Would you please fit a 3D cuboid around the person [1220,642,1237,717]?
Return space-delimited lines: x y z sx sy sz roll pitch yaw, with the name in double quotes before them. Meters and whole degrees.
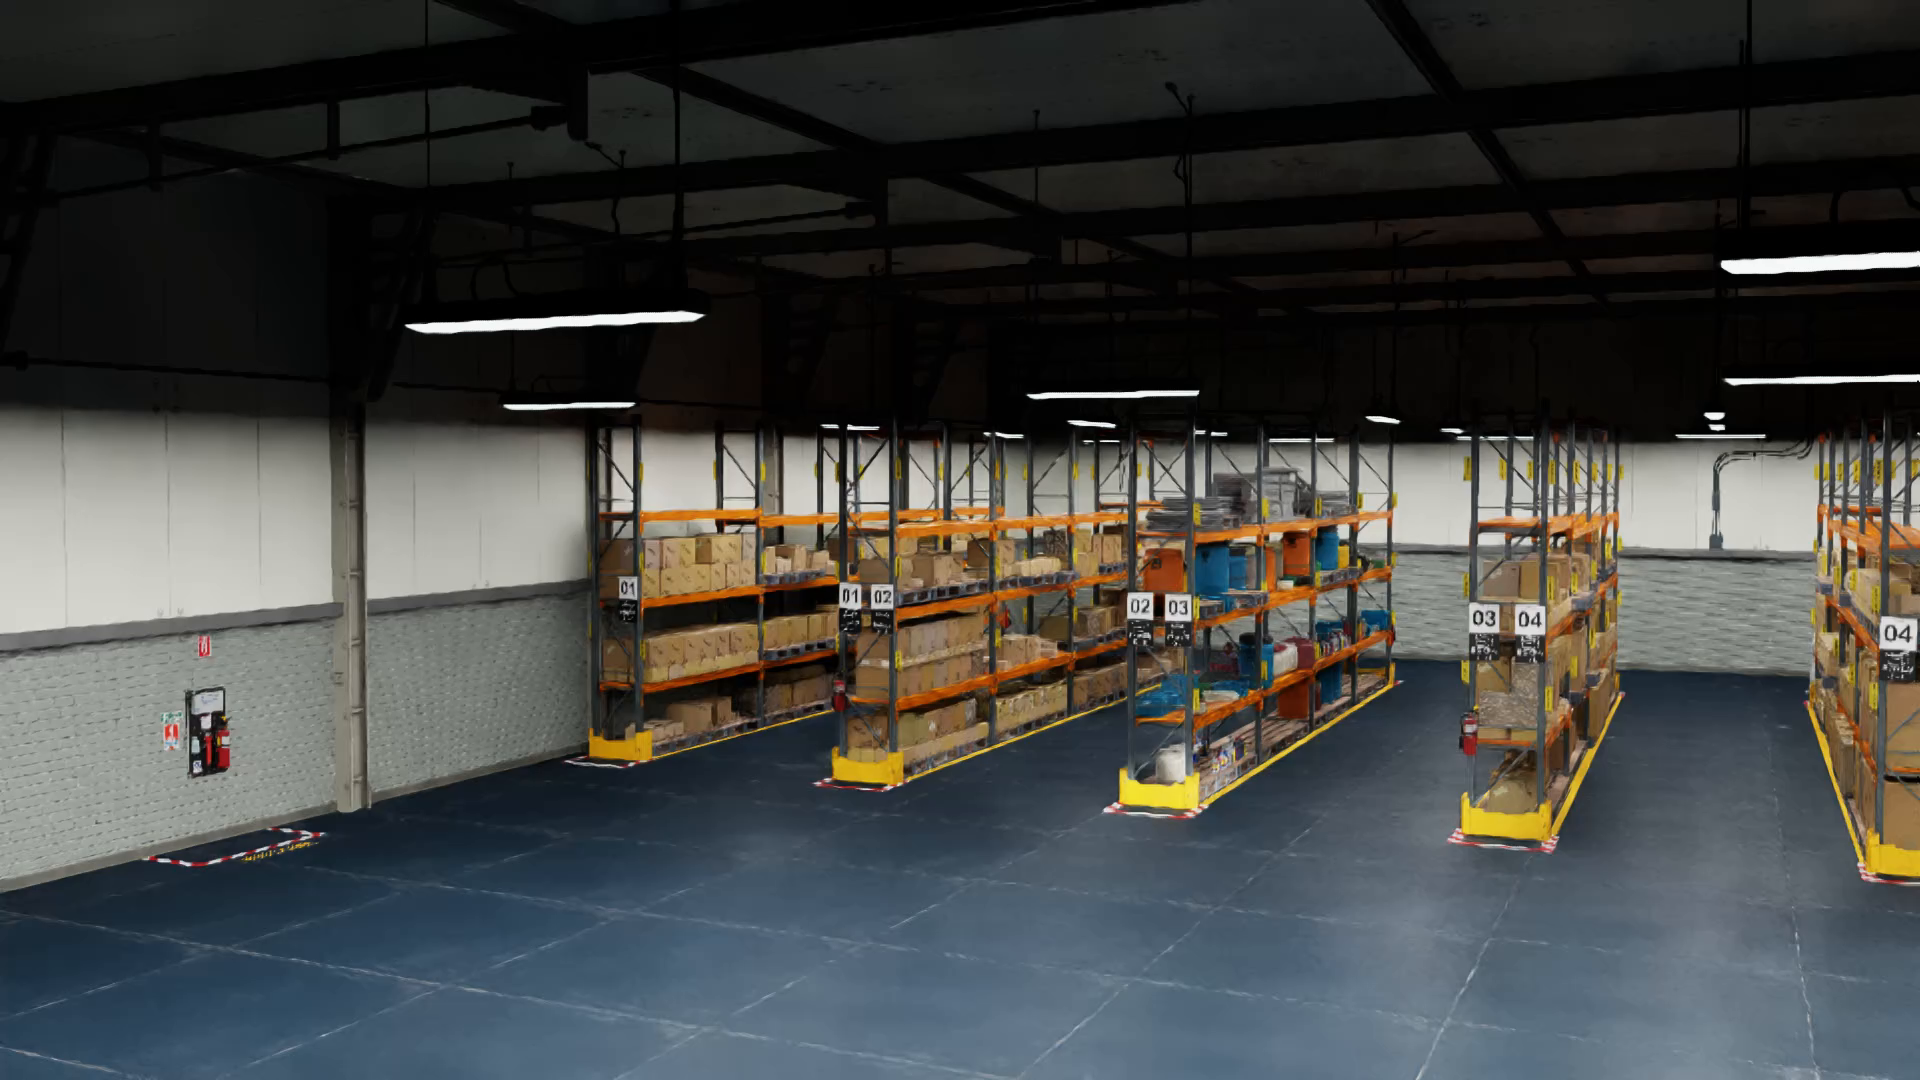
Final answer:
"person" 5.491 2.827 34.086 0.417 1.517 1.022 1 3 27

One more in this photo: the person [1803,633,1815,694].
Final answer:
"person" 19.356 2.615 37.256 0.971 1.710 0.586 -2 3 -42
